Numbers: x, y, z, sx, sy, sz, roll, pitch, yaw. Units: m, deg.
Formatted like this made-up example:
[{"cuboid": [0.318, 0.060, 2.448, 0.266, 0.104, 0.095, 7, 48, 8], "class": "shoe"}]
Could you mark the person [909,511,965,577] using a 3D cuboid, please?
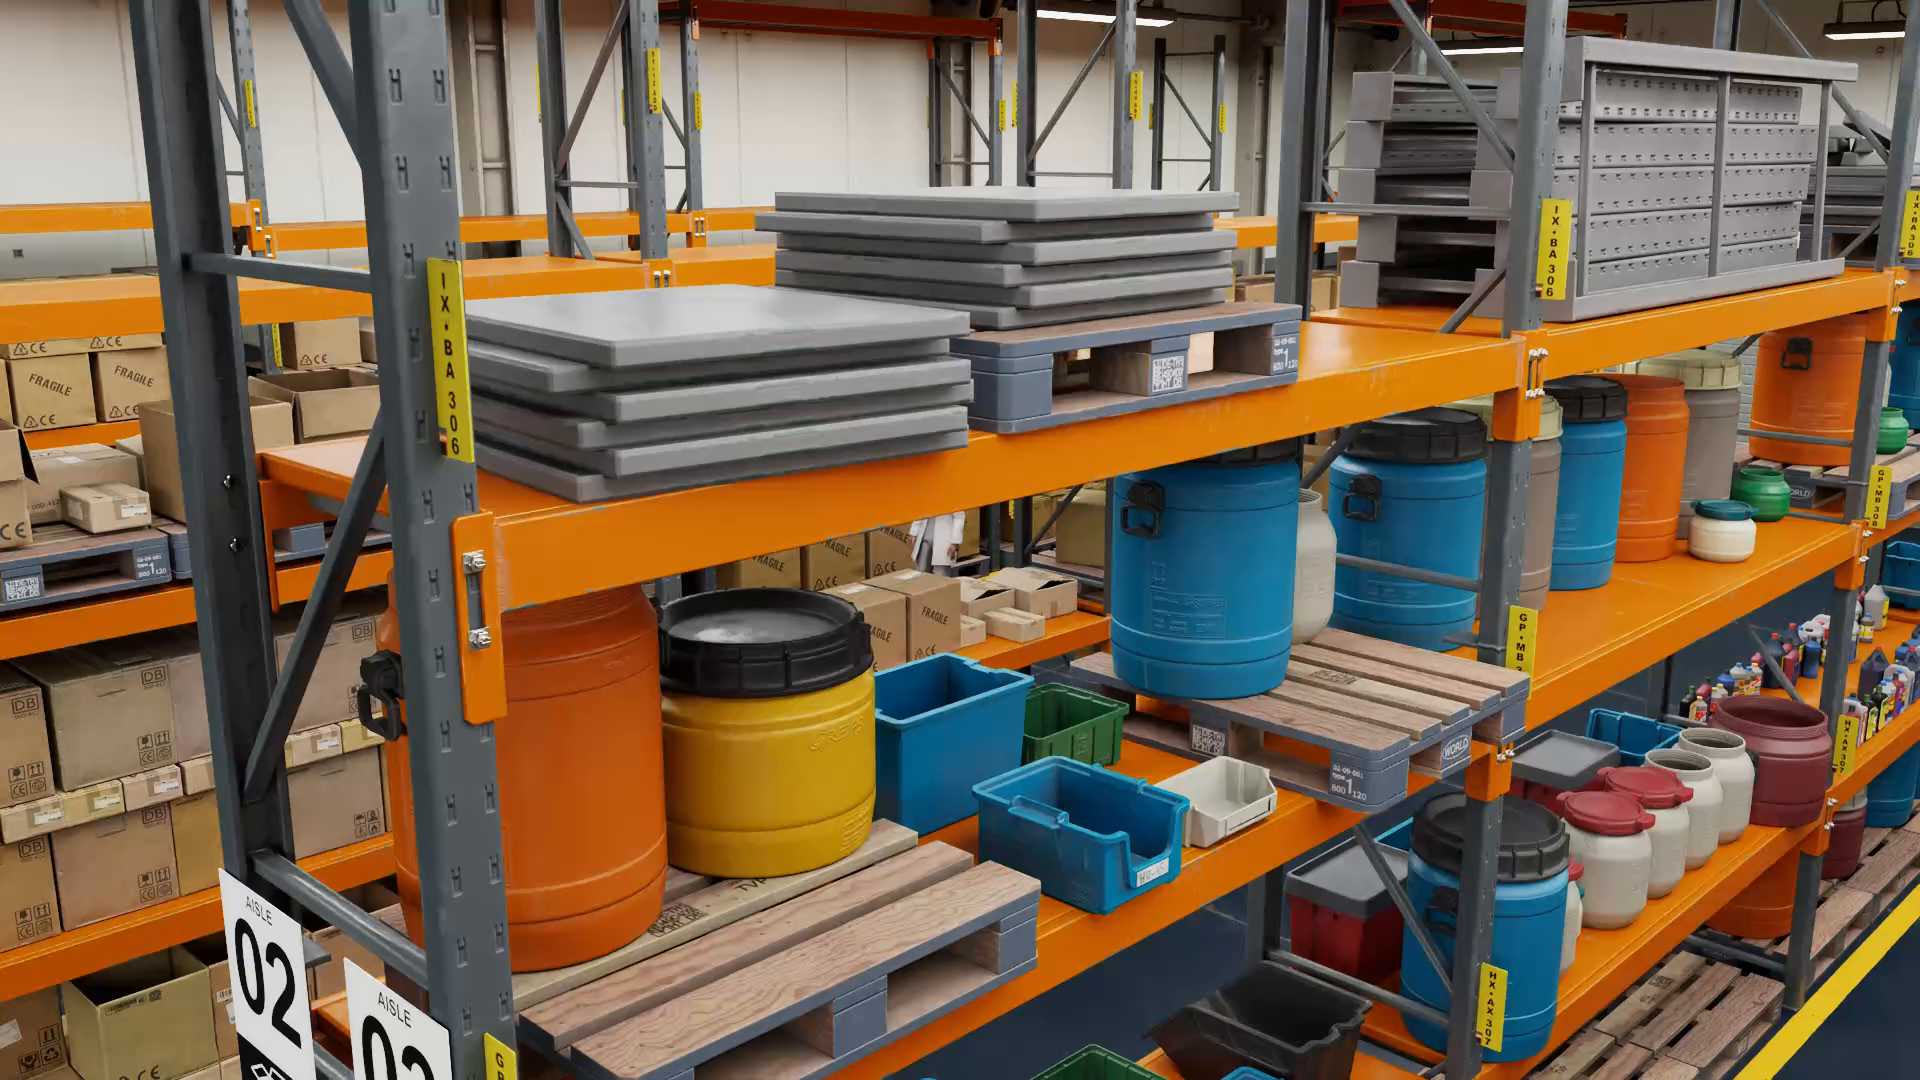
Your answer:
[{"cuboid": [-0.239, 0.038, 16.507, 0.652, 1.709, 0.426, 11, 18, 39], "class": "person"}]
